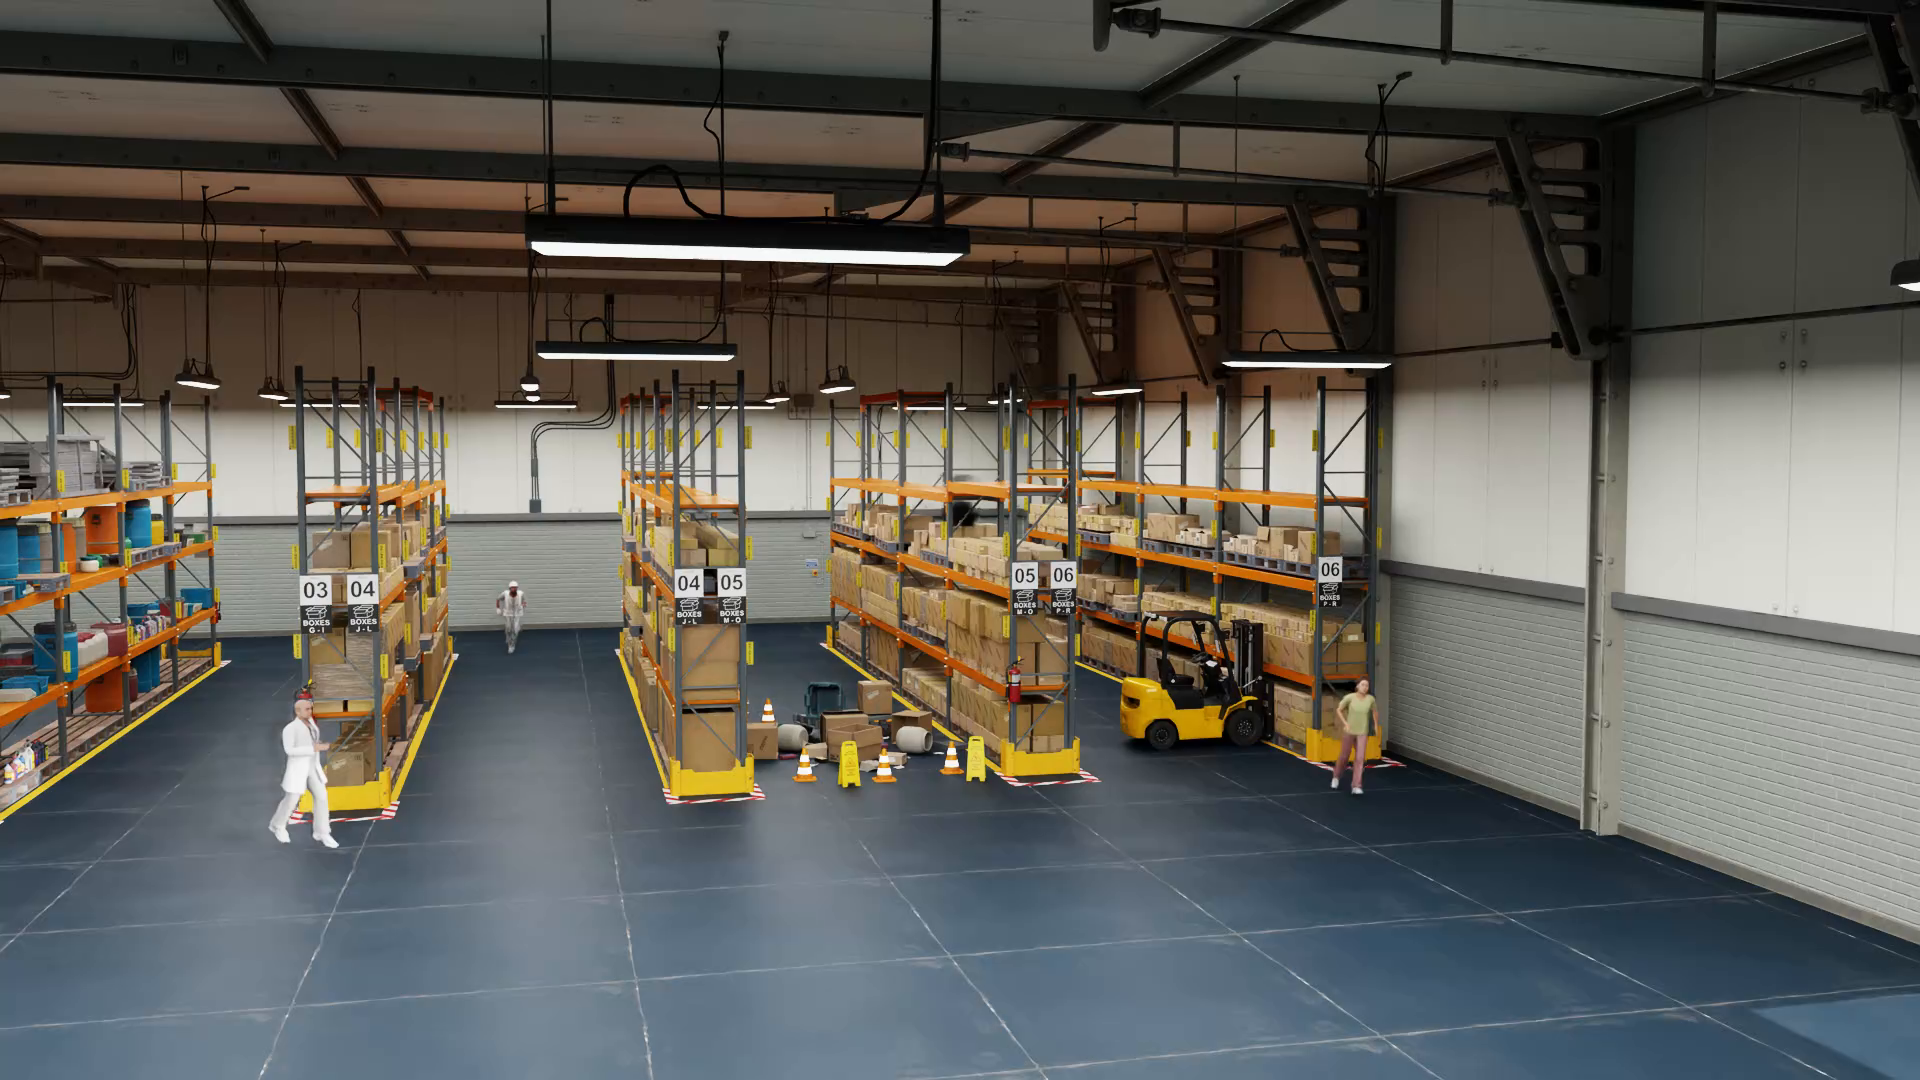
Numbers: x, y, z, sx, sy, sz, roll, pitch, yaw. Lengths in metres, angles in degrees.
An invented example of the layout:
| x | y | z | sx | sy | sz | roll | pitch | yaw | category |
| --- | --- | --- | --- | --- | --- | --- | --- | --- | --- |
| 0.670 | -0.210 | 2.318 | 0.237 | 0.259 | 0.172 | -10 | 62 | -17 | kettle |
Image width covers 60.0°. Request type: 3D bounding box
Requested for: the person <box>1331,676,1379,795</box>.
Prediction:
| x | y | z | sx | sy | sz | roll | pitch | yaw | category |
| --- | --- | --- | --- | --- | --- | --- | --- | --- | --- |
| 5.625 | 2.737 | 23.467 | 0.614 | 1.649 | 0.972 | 0 | 3 | 0 | person |

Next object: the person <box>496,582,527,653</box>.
| x | y | z | sx | sy | sz | roll | pitch | yaw | category |
| --- | --- | --- | --- | --- | --- | --- | --- | --- | --- |
| -10.577 | 1.819 | 39.281 | 0.680 | 1.698 | 0.740 | -2 | 4 | -25 | person |

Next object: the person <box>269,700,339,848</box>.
| x | y | z | sx | sy | sz | roll | pitch | yaw | category |
| --- | --- | --- | --- | --- | --- | --- | --- | --- | --- |
| -8.126 | 2.964 | 20.477 | 0.977 | 1.620 | 0.679 | 1 | 4 | 23 | person |
